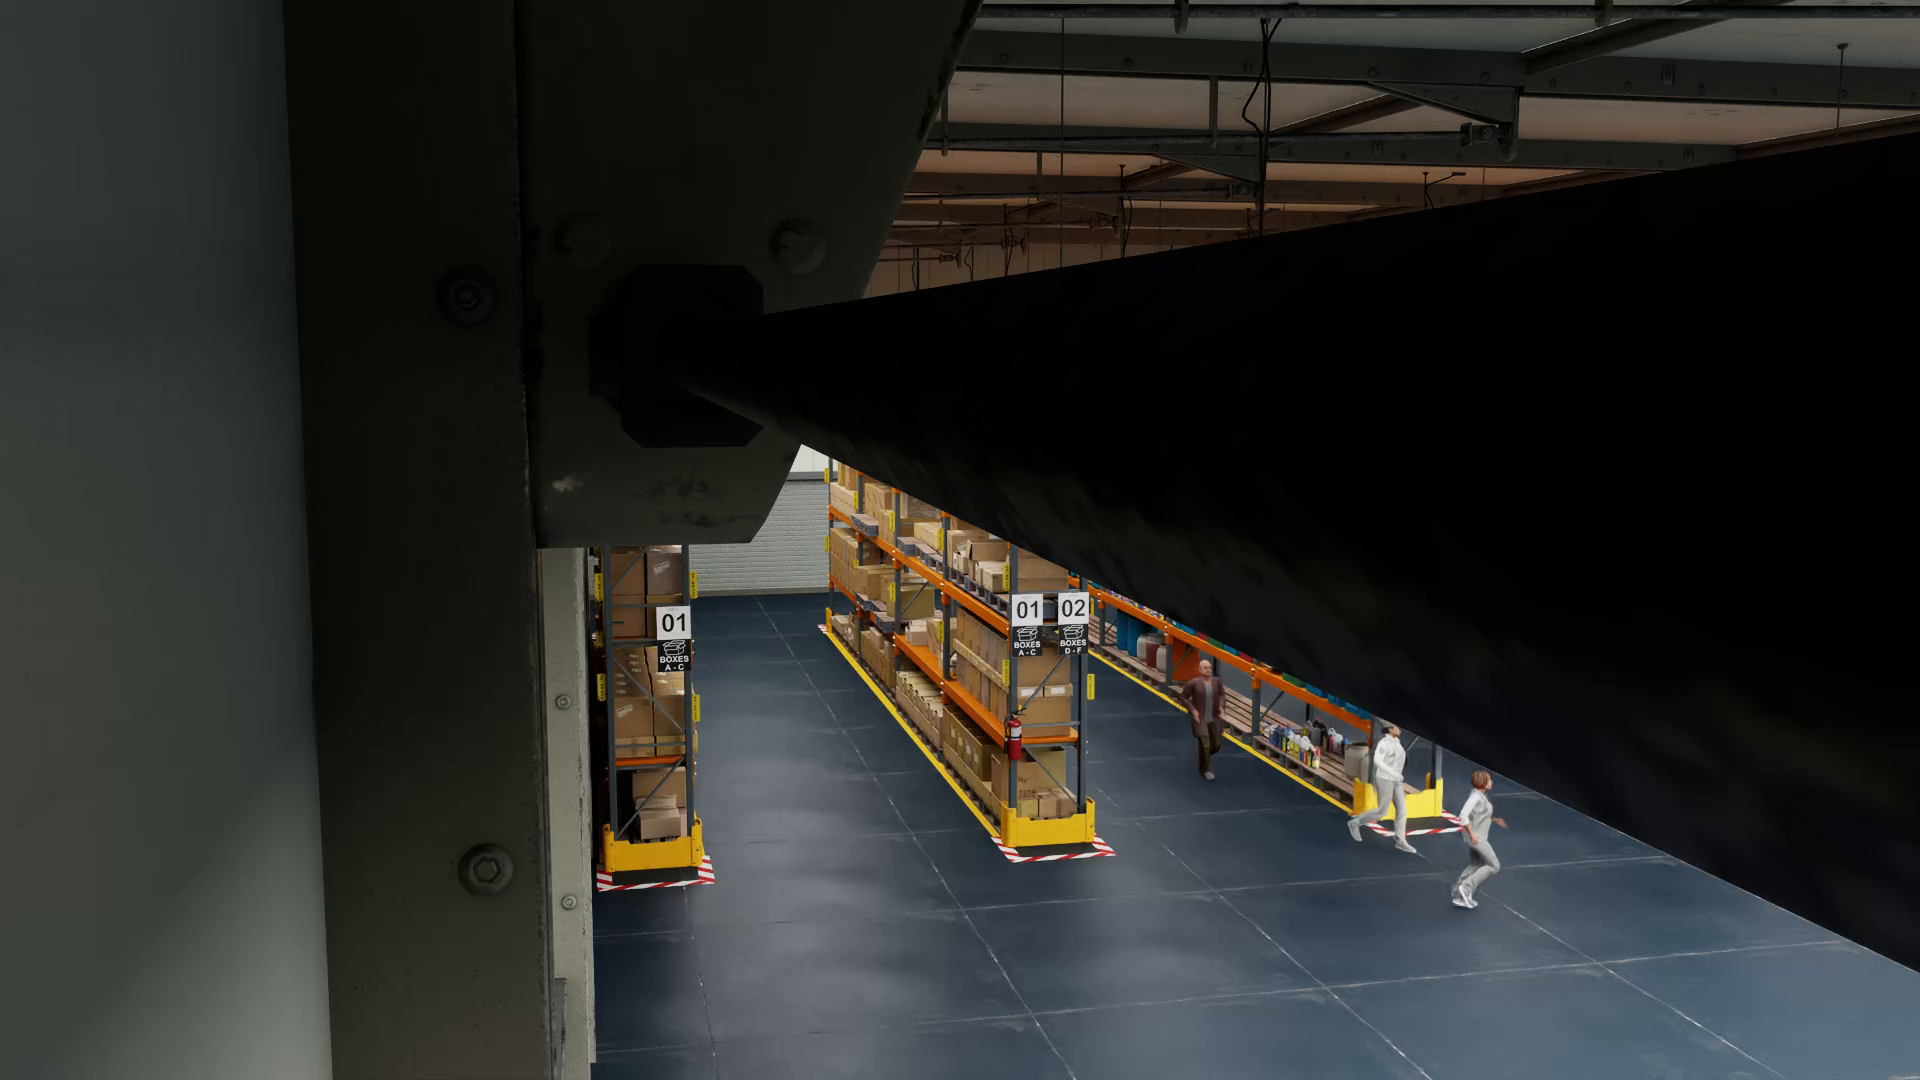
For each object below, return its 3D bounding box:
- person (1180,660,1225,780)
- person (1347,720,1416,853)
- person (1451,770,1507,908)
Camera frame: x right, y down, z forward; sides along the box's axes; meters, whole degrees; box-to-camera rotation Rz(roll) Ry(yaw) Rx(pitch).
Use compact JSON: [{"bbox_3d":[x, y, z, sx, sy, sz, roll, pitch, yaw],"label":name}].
[{"bbox_3d":[3.556,2.602,24.187,0.696,1.731,0.580,-2,7,-15],"label":"person"},{"bbox_3d":[5.409,3.024,20.921,0.893,1.651,0.674,5,9,37],"label":"person"},{"bbox_3d":[5.820,3.347,18.608,0.575,1.571,0.543,2,7,14],"label":"person"}]
